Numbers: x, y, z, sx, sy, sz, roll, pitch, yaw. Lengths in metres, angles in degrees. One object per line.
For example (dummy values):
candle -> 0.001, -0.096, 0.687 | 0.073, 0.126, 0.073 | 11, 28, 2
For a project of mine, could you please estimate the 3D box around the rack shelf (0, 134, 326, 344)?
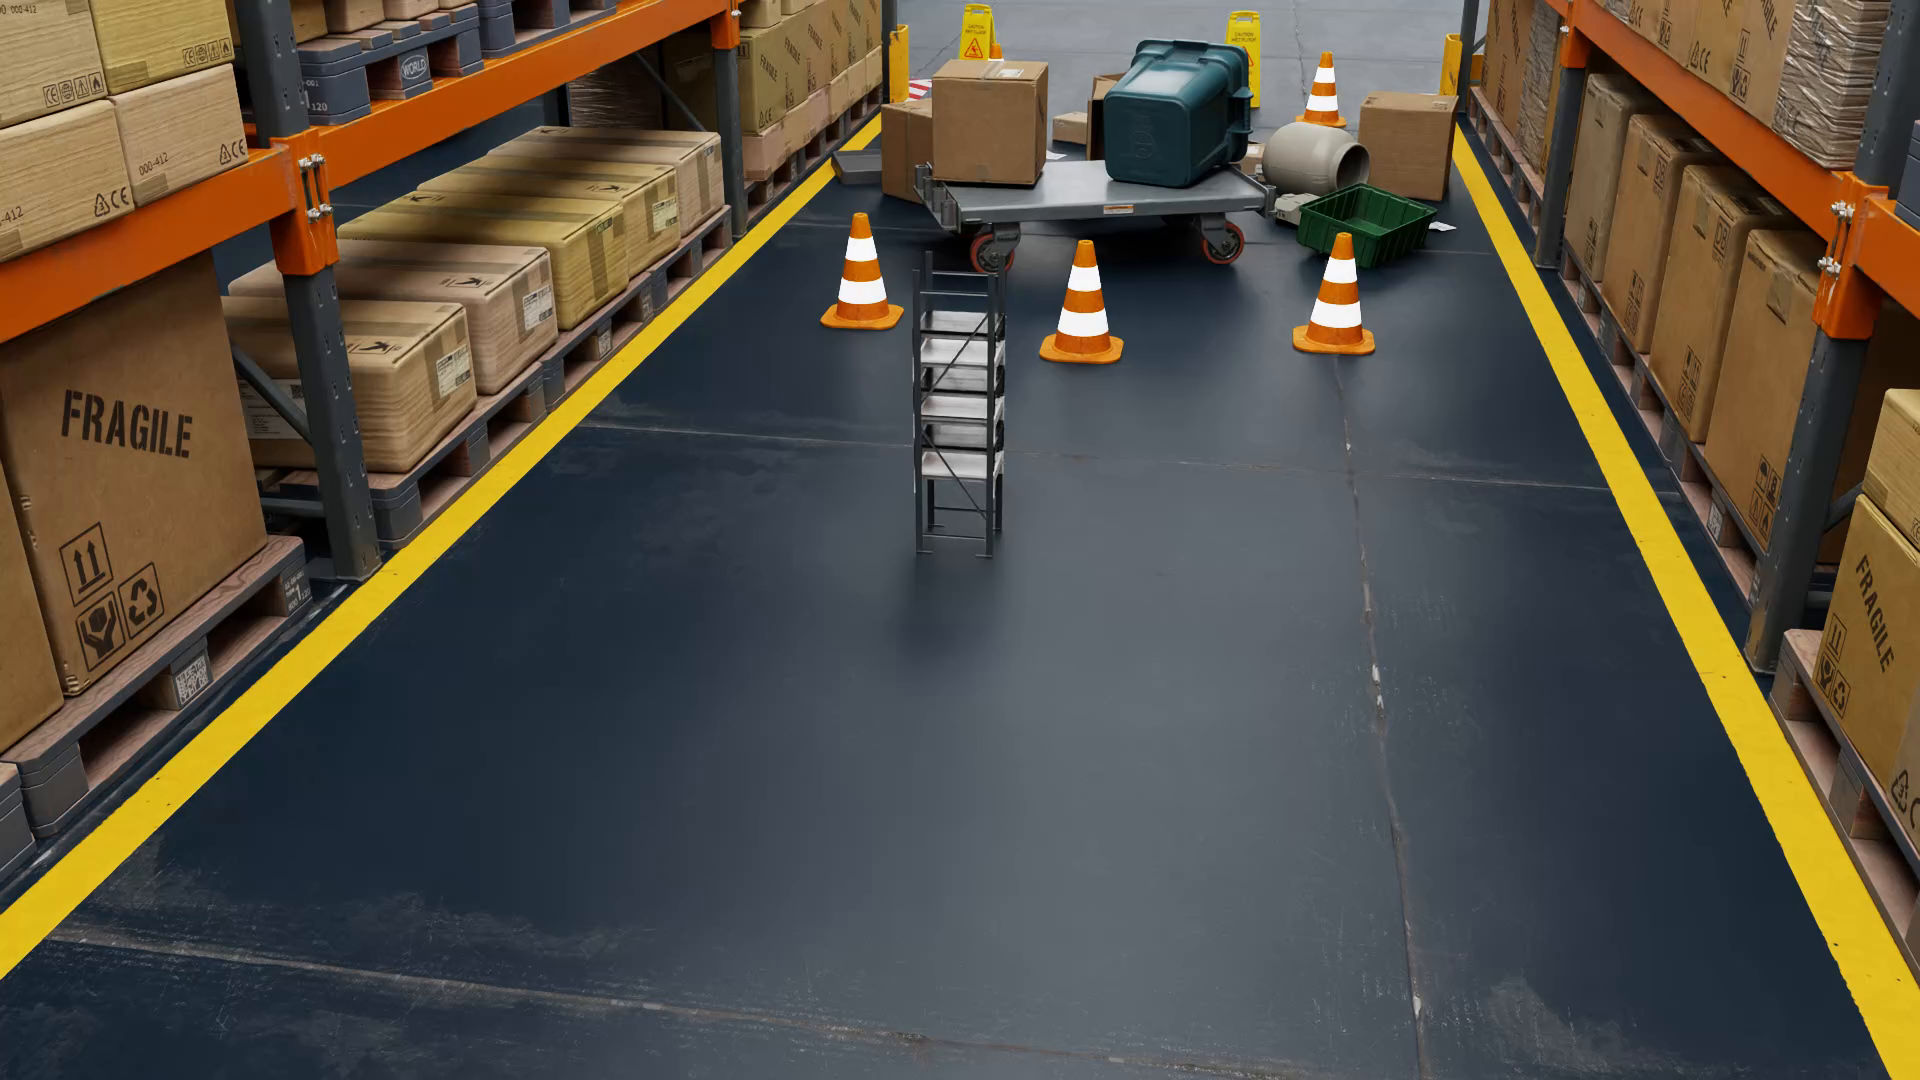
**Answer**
rack shelf -> -2.590, -0.122, 2.821 | 1.077, 0.370, 4.000 | 4, 25, 9

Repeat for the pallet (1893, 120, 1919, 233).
pallet -> 2.626, -0.591, 3.201 | 1.213, 0.211, 1.003 | 4, 25, 9

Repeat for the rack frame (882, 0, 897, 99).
rack frame -> -0.956, -4.630, 11.604 | 1.000, 3.000, 0.127 | 4, 25, 9

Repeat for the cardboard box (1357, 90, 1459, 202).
cardboard box -> 2.532, -2.246, 9.456 | 0.500, 0.500, 0.500 | 8, 26, 18

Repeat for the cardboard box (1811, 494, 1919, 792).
cardboard box -> 2.270, 0.236, 3.660 | 0.500, 0.500, 0.500 | 3, 25, 6

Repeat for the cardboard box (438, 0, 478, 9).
cardboard box -> -1.792, -1.825, 5.411 | 0.380, 0.149, 0.250 | 4, 25, 9

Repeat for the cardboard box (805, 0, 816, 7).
cardboard box -> -1.044, -3.140, 9.518 | 0.380, 0.149, 0.250 | 5, 26, 12

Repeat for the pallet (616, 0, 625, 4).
pallet -> -1.878, -2.561, 7.409 | 1.003, 0.211, 1.213 | 4, 25, 9

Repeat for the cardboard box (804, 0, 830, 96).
cardboard box -> -1.084, -2.911, 9.795 | 0.500, 0.500, 0.500 | 5, 26, 11

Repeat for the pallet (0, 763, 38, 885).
pallet -> -2.668, 0.812, 3.267 | 1.003, 0.211, 1.213 | 4, 25, 9

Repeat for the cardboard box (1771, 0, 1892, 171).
cardboard box -> 2.446, -1.236, 4.234 | 0.500, 0.500, 0.500 | 4, 25, 9

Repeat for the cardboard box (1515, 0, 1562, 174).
cardboard box -> 3.606, -2.520, 9.106 | 0.875, 0.875, 0.875 | 4, 25, 9

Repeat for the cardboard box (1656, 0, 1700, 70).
cardboard box -> 2.690, -1.868, 5.585 | 0.500, 0.500, 0.500 | 4, 25, 9

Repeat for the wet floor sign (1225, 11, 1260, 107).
wet floor sign -> 1.996, -3.413, 11.779 | 0.267, 0.644, 0.232 | 0, 25, -1

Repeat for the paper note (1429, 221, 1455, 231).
paper note -> 2.507, -1.656, 8.751 | 0.147, 0.020, 0.142 | -14, 29, -27

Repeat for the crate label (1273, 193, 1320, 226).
crate label -> 1.819, -1.751, 8.829 | 0.298, 0.136, 0.250 | -14, 29, -27

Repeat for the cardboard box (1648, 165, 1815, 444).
cardboard box -> 2.965, -0.769, 5.514 | 1.050, 0.750, 0.750 | 4, 25, 9

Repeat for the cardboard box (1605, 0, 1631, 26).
cardboard box -> 2.857, -2.289, 6.485 | 0.500, 0.500, 0.500 | 4, 25, 9

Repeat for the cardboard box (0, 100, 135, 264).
cardboard box -> -2.158, -0.772, 3.538 | 0.500, 0.250, 0.500 | 4, 25, 9

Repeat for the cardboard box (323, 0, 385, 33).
cardboard box -> -1.947, -1.600, 4.930 | 0.380, 0.149, 0.250 | 2, 25, 5

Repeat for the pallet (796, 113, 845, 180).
pallet -> -1.337, -2.489, 10.319 | 1.003, 0.211, 1.213 | 4, 25, 9

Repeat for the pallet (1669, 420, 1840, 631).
pallet -> 2.840, -0.045, 5.098 | 1.003, 0.211, 1.213 | 4, 25, 9

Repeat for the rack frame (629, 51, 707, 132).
rack frame -> -1.613, -2.958, 8.030 | 0.949, 2.616, 0.053 | 4, 25, 9

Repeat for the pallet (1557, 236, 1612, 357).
pallet -> 3.239, -1.066, 7.278 | 1.003, 0.211, 1.213 | 4, 25, 9

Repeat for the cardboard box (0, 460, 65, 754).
cardboard box -> -2.608, 0.144, 3.416 | 0.875, 0.875, 0.875 | 4, 25, 9

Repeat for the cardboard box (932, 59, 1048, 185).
cardboard box -> 0.152, -2.057, 8.162 | 0.500, 0.500, 0.500 | 4, 25, 9

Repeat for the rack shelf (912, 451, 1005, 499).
rack shelf -> -0.001, -0.211, 5.142 | 0.258, 0.077, 0.200 | 4, 25, 9

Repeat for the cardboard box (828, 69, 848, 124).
cardboard box -> -0.995, -2.783, 10.406 | 0.500, 0.250, 0.500 | 3, 25, 7

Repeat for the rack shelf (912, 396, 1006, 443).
rack shelf -> -0.001, -0.374, 5.066 | 0.258, 0.077, 0.200 | 4, 25, 9

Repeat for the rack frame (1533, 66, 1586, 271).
rack frame -> 3.291, -2.657, 7.387 | 1.000, 3.000, 0.127 | 4, 25, 9

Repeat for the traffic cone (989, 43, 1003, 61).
traffic cone -> 0.247, -3.212, 11.566 | 0.336, 0.463, 0.334 | 4, 25, 9

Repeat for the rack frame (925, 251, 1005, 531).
rack frame -> 0.015, -0.447, 5.143 | 0.240, 0.900, 0.006 | 4, 25, 9

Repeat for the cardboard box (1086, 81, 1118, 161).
cardboard box -> 1.110, -2.259, 9.323 | 0.797, 0.637, 0.503 | 4, 25, 9

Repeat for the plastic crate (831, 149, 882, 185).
plastic crate -> -0.544, -2.235, 9.930 | 0.402, 0.080, 0.583 | -5, 25, -10

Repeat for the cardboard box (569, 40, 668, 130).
cardboard box -> -1.777, -2.508, 8.933 | 0.500, 0.500, 0.500 | 4, 25, 8

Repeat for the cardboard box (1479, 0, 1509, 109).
cardboard box -> 3.899, -3.269, 10.707 | 0.875, 0.875, 0.875 | 4, 25, 9

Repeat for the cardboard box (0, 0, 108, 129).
cardboard box -> -2.172, -1.008, 3.452 | 0.500, 0.250, 0.500 | 3, 25, 7

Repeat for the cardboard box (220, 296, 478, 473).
cardboard box -> -2.161, -0.520, 5.427 | 0.950, 0.372, 0.625 | 2, 25, 5

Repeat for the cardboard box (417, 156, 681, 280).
cardboard box -> -1.807, -1.437, 7.386 | 0.950, 0.372, 0.625 | 6, 26, 12

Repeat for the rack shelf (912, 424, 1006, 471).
rack shelf -> -0.001, -0.292, 5.104 | 0.258, 0.077, 0.200 | 4, 25, 9

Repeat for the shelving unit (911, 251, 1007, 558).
shelving unit -> -0.001, -0.404, 5.052 | 0.258, 0.900, 0.210 | 4, 25, 9

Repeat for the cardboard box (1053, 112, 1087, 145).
cardboard box -> 0.823, -2.651, 10.739 | 0.380, 0.149, 0.250 | 19, 31, 35

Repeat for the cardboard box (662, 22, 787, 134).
cardboard box -> -1.247, -2.470, 8.852 | 0.500, 0.500, 0.500 | 5, 26, 11

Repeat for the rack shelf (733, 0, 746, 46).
rack shelf -> -1.283, -3.468, 9.969 | 1.077, 0.370, 4.000 | 4, 25, 9

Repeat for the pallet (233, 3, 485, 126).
pallet -> -2.252, -1.503, 5.149 | 1.213, 0.211, 1.003 | 4, 25, 9

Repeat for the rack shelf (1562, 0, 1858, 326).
rack shelf -> 2.964, -1.494, 5.753 | 1.077, 0.370, 4.000 | 4, 25, 9

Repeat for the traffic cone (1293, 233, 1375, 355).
traffic cone -> 1.582, -1.051, 6.950 | 0.336, 0.463, 0.334 | 4, 25, 9

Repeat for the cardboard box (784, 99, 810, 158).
cardboard box -> -1.170, -2.354, 9.489 | 0.500, 0.250, 0.500 | 5, 26, 11

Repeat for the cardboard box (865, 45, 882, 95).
cardboard box -> -0.826, -3.208, 11.314 | 0.500, 0.250, 0.500 | 4, 25, 8
